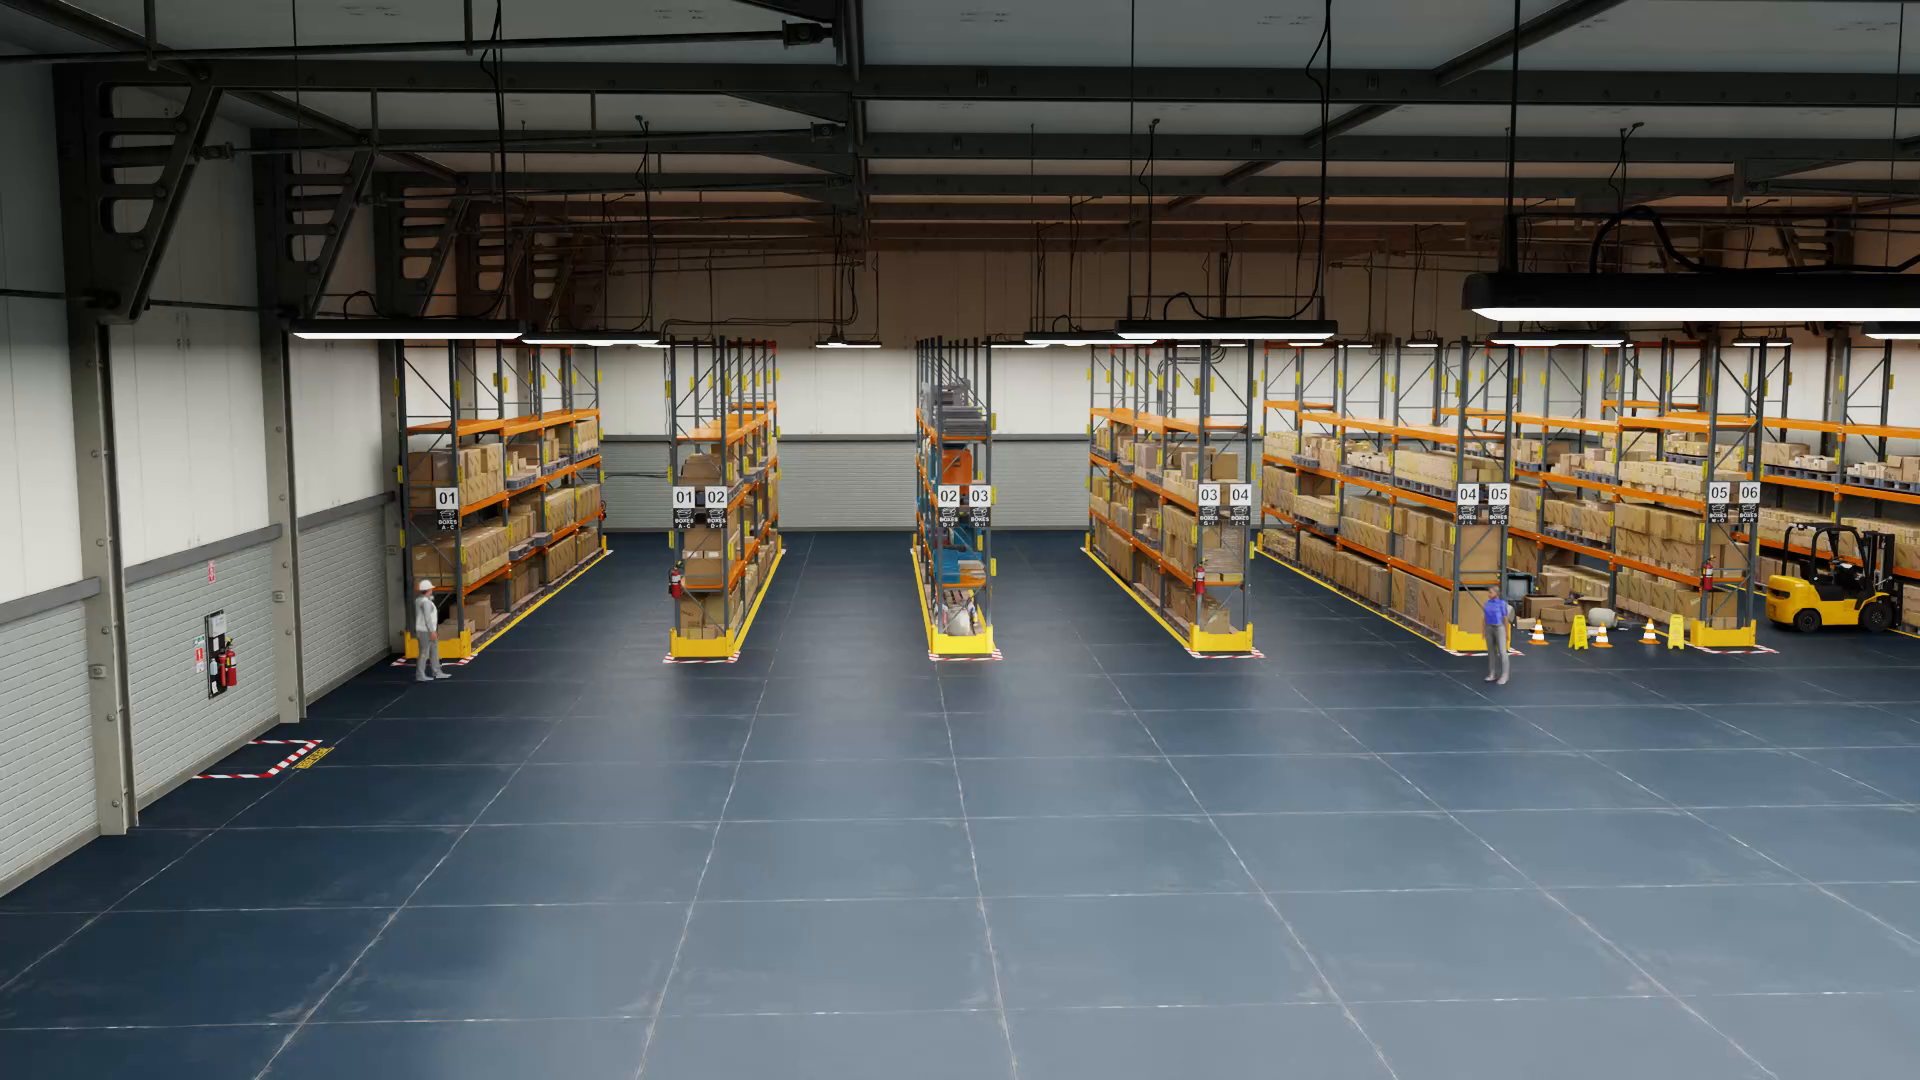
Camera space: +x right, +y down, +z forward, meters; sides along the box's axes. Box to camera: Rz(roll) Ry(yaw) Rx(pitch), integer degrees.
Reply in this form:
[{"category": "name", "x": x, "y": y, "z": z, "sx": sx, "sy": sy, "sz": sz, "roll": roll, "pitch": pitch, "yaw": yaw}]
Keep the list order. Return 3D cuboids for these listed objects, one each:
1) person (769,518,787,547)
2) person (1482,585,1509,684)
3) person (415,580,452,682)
[{"category": "person", "x": -5.542, "y": -0.639, "z": 48.426, "sx": 1.006, "sy": 1.744, "sz": 0.477, "roll": -2, "pitch": 7, "yaw": -15}, {"category": "person", "x": 9.292, "y": 1.627, "z": 28.883, "sx": 0.389, "sy": 1.679, "sz": 0.559, "roll": -6, "pitch": 9, "yaw": -41}, {"category": "person", "x": -9.193, "y": 1.574, "z": 28.889, "sx": 0.599, "sy": 1.772, "sz": 0.545, "roll": -1, "pitch": 7, "yaw": -12}]
